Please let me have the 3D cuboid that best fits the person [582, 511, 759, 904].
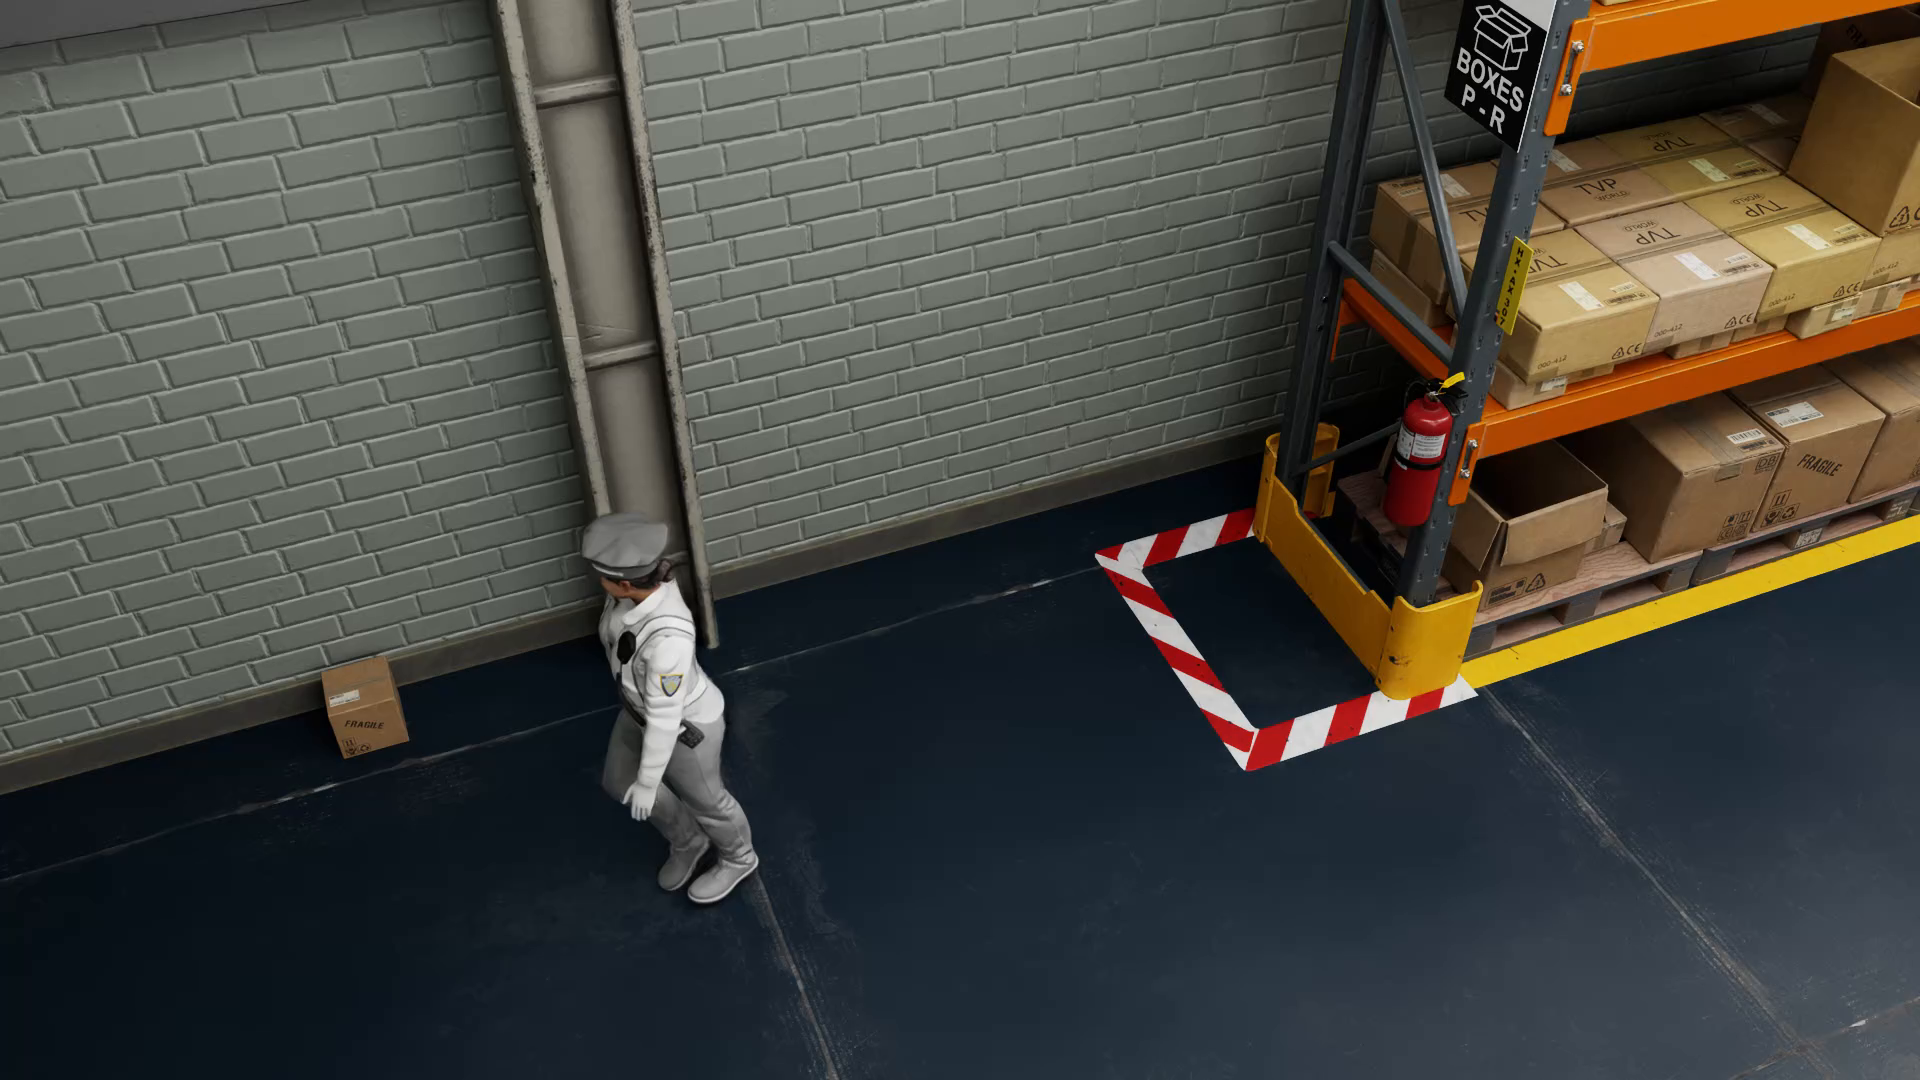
[{"bbox_3d":[-0.973,0.617,5.471,0.471,1.702,0.535,-22,46,-23],"label":"person"}]
